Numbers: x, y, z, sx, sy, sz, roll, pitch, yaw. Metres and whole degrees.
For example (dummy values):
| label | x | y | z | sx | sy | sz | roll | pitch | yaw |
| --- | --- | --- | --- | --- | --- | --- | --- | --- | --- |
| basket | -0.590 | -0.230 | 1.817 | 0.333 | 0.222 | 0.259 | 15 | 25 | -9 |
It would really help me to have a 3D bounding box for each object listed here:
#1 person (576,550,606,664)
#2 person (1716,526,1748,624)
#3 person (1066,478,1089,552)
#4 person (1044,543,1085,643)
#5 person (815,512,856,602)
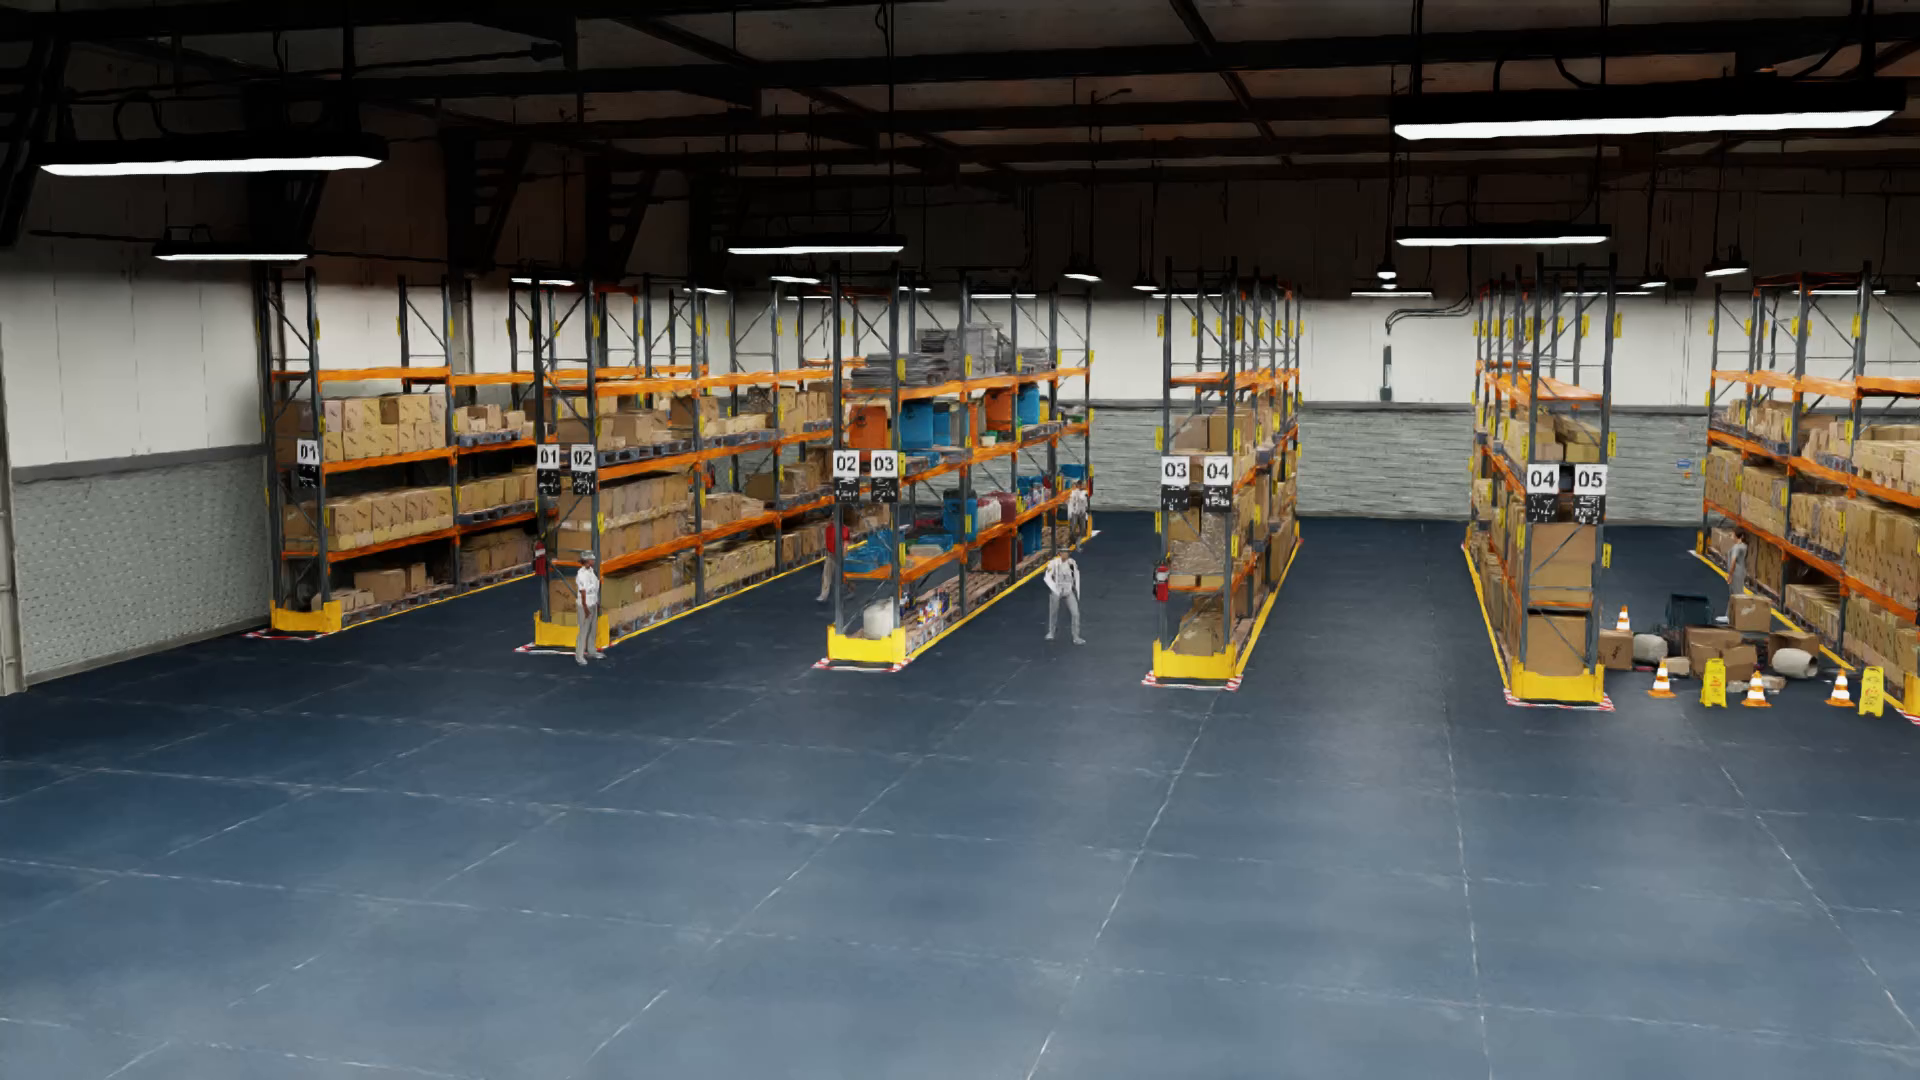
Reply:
| label | x | y | z | sx | sy | sz | roll | pitch | yaw |
| --- | --- | --- | --- | --- | --- | --- | --- | --- | --- |
| person | -5.589 | 0.990 | 24.997 | 0.367 | 1.688 | 0.562 | 1 | 7 | 6 |
| person | 13.132 | 0.594 | 28.178 | 0.544 | 1.671 | 0.521 | 6 | 9 | 37 |
| person | 2.640 | -0.586 | 37.611 | 0.532 | 1.667 | 0.530 | -3 | 8 | -22 |
| person | 1.639 | 0.823 | 26.643 | 0.606 | 1.607 | 0.814 | 0 | 7 | -2 |
| person | -2.258 | 0.296 | 30.535 | 0.533 | 1.658 | 1.031 | 3 | 8 | 23 |
